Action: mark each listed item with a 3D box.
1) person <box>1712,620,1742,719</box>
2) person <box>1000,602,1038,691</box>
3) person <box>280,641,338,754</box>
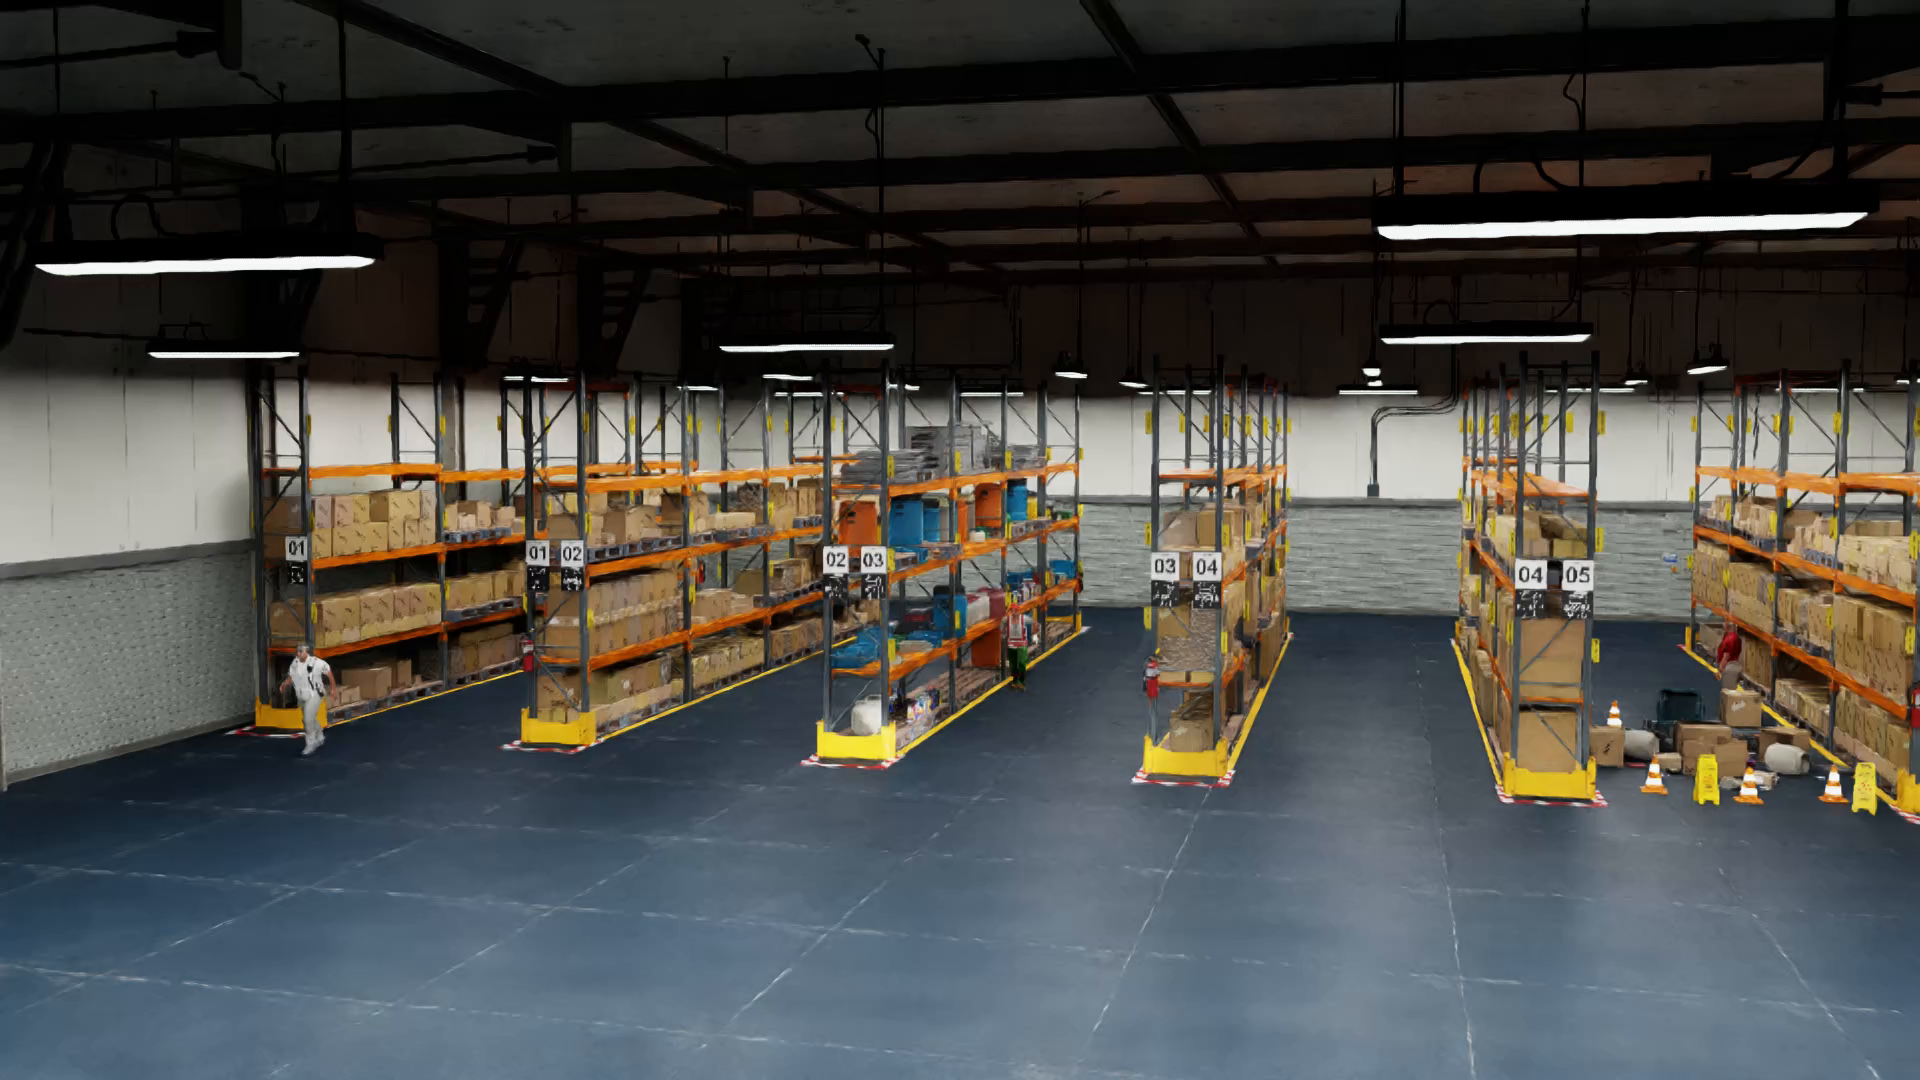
[{"bbox_3d":[12.954,2.234,27.977,0.567,1.773,0.631,3,5,39],"label":"person"},{"bbox_3d":[1.084,1.989,31.237,0.658,1.691,0.930,1,4,19],"label":"person"},{"bbox_3d":[-10.033,2.387,25.608,0.695,1.714,0.837,1,4,19],"label":"person"}]
